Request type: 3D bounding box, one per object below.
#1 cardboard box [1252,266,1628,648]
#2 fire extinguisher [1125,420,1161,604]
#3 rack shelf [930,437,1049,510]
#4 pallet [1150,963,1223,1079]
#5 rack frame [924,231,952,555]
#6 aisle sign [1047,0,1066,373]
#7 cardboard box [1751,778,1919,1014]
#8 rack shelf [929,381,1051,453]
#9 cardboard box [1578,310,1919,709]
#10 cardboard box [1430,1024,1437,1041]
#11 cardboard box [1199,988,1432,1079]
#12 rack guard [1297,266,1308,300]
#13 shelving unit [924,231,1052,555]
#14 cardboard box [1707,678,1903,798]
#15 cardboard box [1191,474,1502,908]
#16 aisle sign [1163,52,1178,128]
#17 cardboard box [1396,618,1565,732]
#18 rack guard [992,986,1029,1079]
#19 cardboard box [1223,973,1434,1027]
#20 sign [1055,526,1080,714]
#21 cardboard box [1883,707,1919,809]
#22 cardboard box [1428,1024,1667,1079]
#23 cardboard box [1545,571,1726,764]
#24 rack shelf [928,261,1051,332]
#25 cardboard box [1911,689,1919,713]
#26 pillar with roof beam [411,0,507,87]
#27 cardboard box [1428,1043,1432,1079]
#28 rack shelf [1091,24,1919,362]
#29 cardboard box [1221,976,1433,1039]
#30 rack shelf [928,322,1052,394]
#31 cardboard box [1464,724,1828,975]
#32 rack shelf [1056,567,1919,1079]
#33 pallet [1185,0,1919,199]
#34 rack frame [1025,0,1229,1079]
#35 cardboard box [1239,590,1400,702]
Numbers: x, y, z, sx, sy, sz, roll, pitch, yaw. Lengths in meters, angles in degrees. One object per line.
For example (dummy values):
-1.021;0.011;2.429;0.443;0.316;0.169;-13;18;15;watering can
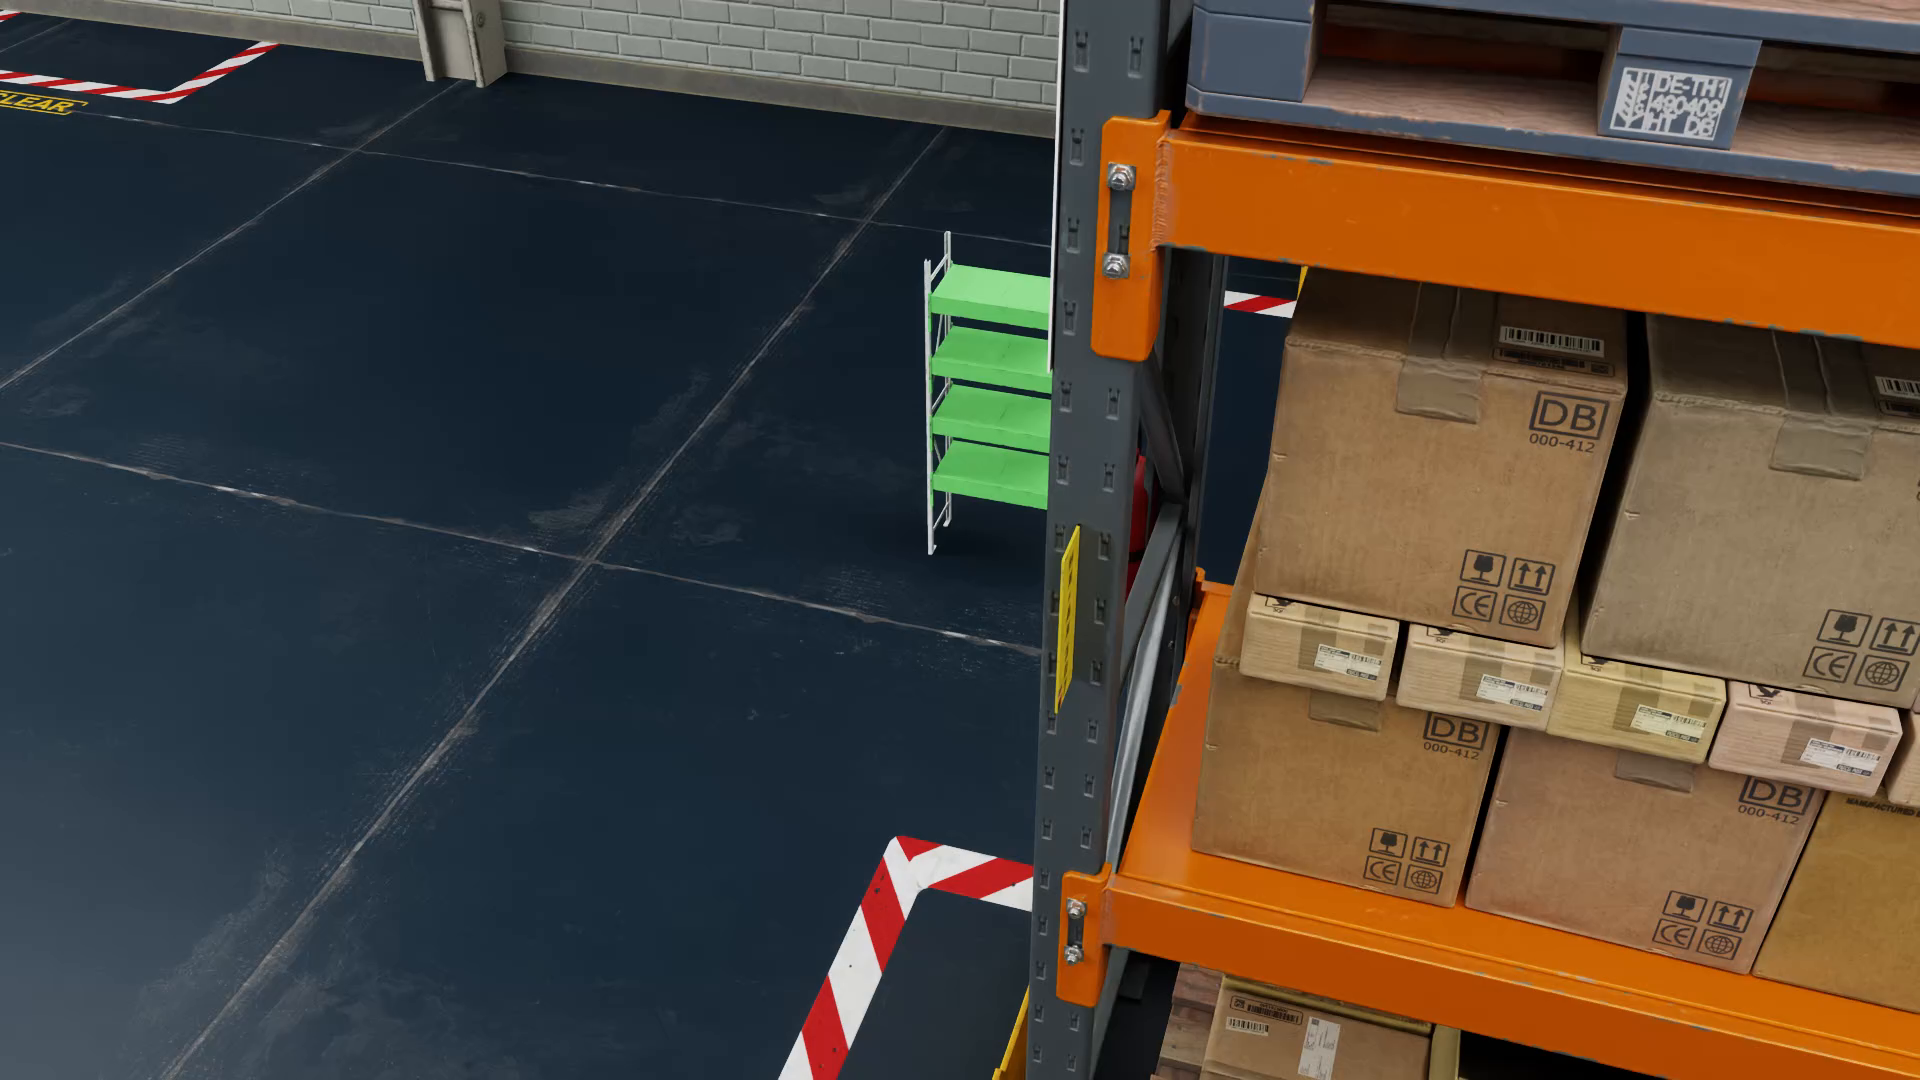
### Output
0.840;-0.261;2.896;0.500;0.500;0.700;11;38;14;cardboard box
0.373;-0.050;3.853;0.183;0.674;0.296;10;38;14;fire extinguisher
0.158;-0.209;6.035;0.480;0.148;0.258;10;38;14;rack shelf
1.090;1.437;4.120;1.213;0.211;1.003;10;38;14;pallet
-0.075;-0.497;5.913;0.015;1.200;0.240;10;38;14;rack frame
0.194;-0.683;2.454;0.004;0.787;0.394;10;38;14;aisle sign
1.764;0.433;3.047;0.500;0.500;0.700;11;38;14;cardboard box
0.158;-0.403;5.892;0.480;0.148;0.258;10;38;14;rack shelf
1.344;-0.172;2.774;0.500;0.500;0.700;10;37;13;cardboard box
1.428;1.150;4.123;0.500;0.250;0.500;10;38;14;cardboard box
0.793;1.361;3.836;0.500;0.250;0.500;10;38;14;cardboard box
1.894;-1.581;7.976;0.348;0.500;1.175;10;38;14;rack guard
0.158;-0.454;5.855;0.503;1.200;0.258;10;38;14;shelving unit
1.389;0.228;2.778;0.250;0.149;0.380;10;38;13;cardboard box
0.789;0.252;3.293;0.500;0.500;0.700;11;38;14;cardboard box
0.372;-1.023;2.916;0.004;0.787;0.394;10;38;14;aisle sign
0.911;0.137;2.902;0.250;0.149;0.380;10;37;13;cardboard box
0.325;1.205;4.191;0.348;0.500;1.175;10;38;14;rack guard
0.948;0.765;4.013;0.500;0.500;0.500;10;38;14;cardboard box
0.176;0.135;2.739;0.005;0.325;0.100;10;38;14;sign
1.644;0.273;2.716;0.250;0.149;0.380;9;37;12;cardboard box
1.271;1.146;3.495;0.500;0.500;0.500;10;38;14;cardboard box
1.148;0.182;2.841;0.250;0.149;0.380;11;38;14;cardboard box
0.158;-0.789;5.608;0.480;0.148;0.258;10;38;14;rack shelf
1.825;-0.083;2.653;0.500;0.500;0.700;11;38;14;cardboard box
-4.263;-4.008;4.104;0.400;9.000;9.100;10;38;14;pillar with roof beam
1.272;1.447;3.718;0.500;0.250;0.500;10;38;14;cardboard box
2.257;-0.363;2.289;4.000;0.370;1.077;10;38;14;rack shelf
0.948;1.068;4.234;0.500;0.250;0.500;10;38;14;cardboard box
0.158;-0.596;5.750;0.480;0.148;0.258;10;38;14;rack shelf
1.292;0.342;3.171;0.500;0.500;0.700;11;38;15;cardboard box
2.257;0.845;3.178;4.000;0.370;1.077;10;38;14;rack shelf
1.015;-0.831;2.392;1.213;0.211;1.003;10;38;14;pallet
0.348;0.202;3.445;0.127;3.000;1.000;10;38;14;rack frame
0.658;0.092;2.963;0.250;0.149;0.380;10;38;14;cardboard box
